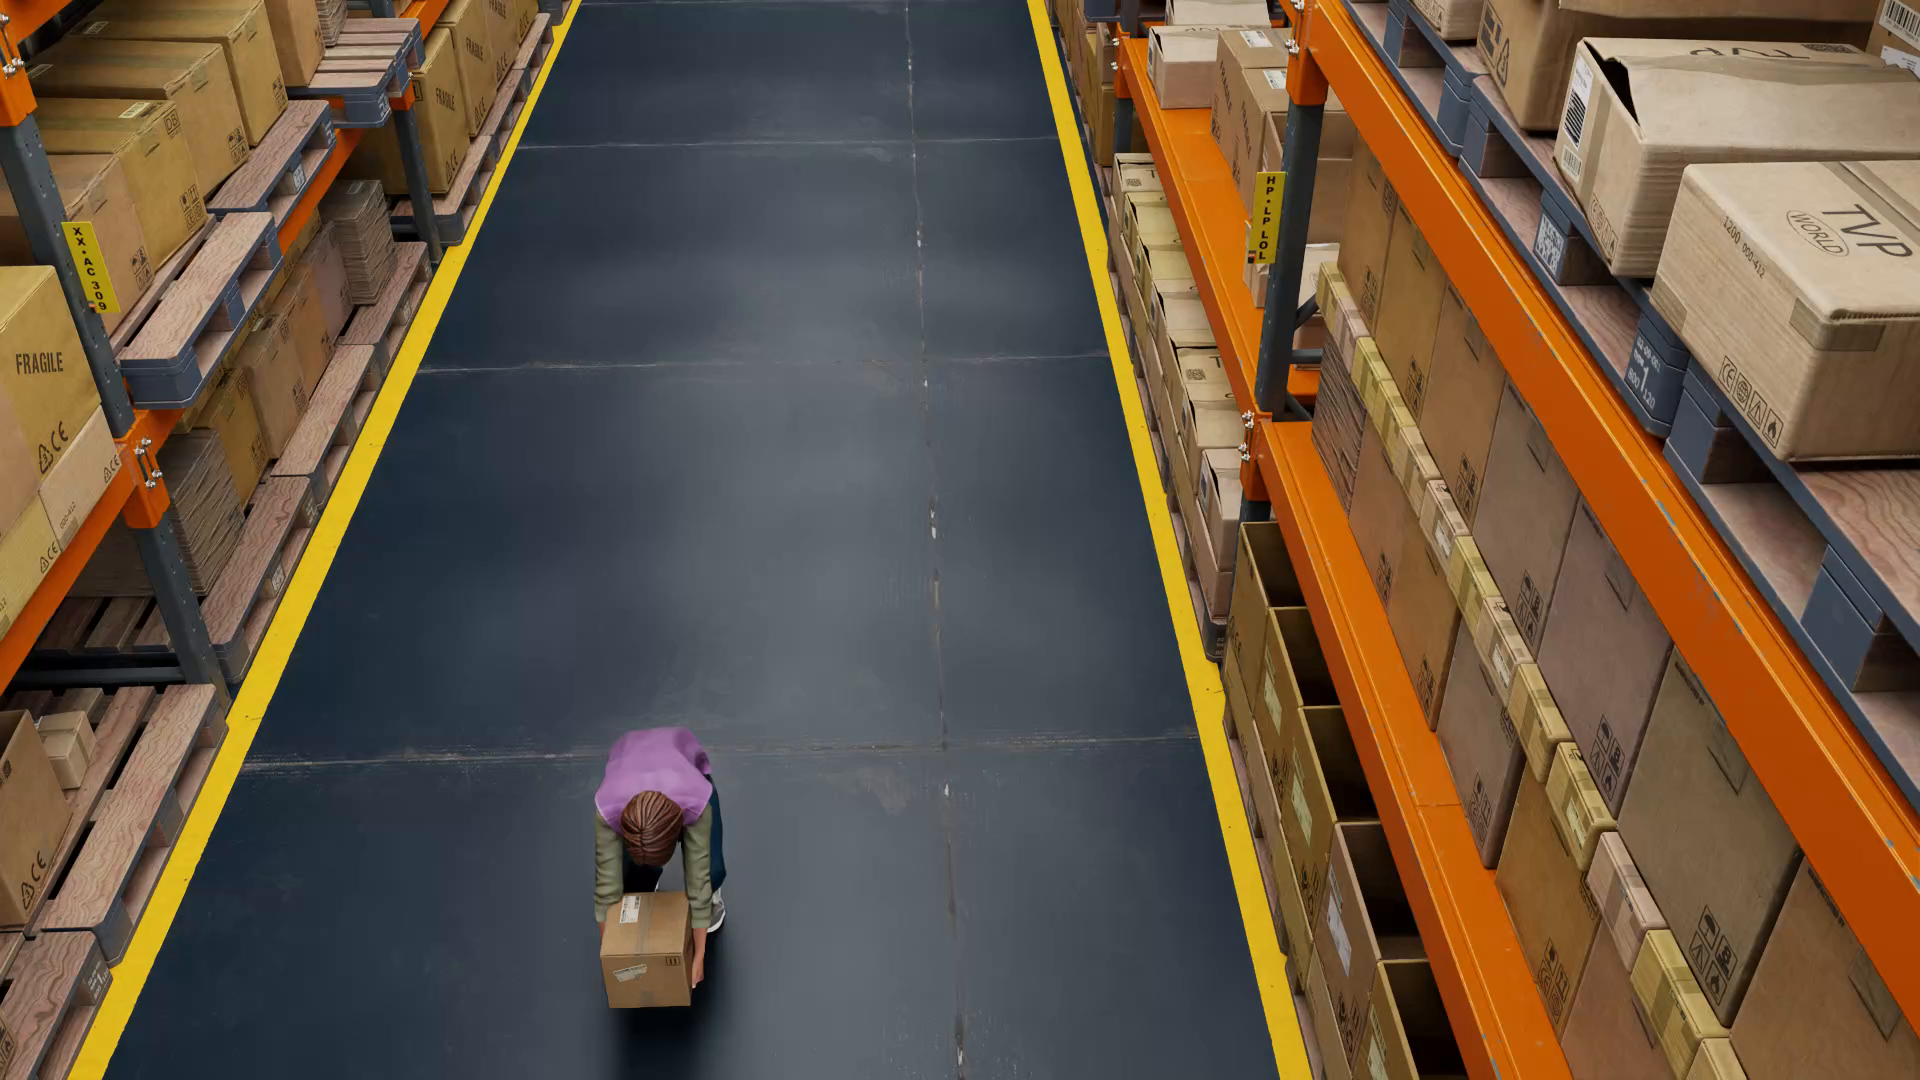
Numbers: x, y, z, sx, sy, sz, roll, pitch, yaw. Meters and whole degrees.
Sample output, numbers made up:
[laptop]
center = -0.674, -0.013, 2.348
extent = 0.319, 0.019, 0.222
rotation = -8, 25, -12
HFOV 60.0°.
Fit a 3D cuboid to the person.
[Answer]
[person]
center = -0.976, 0.984, 5.392
extent = 0.423, 0.895, 0.838
rotation = -2, 36, -3
